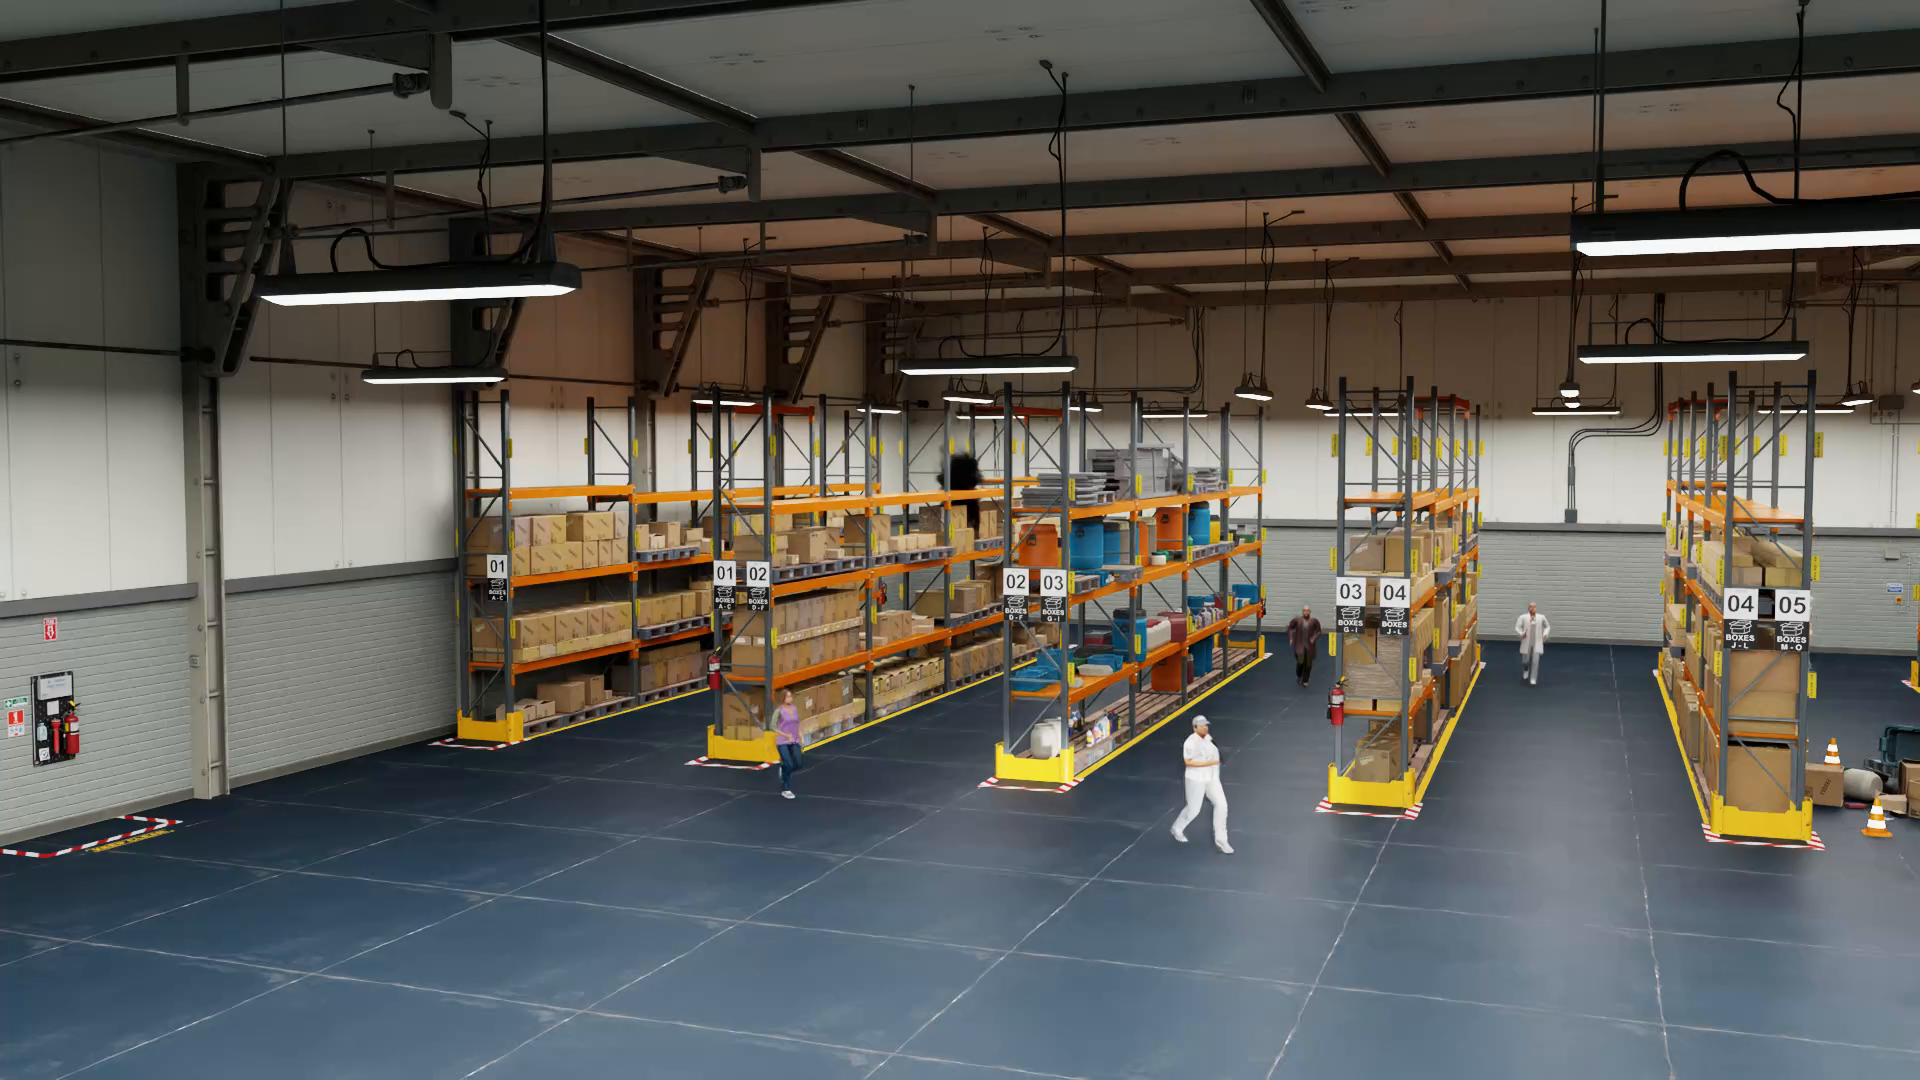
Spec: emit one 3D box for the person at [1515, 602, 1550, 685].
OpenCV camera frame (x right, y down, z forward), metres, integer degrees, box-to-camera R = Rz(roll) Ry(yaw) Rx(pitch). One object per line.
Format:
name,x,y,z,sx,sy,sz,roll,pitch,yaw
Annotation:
person,12.159,2.189,35.317,0.720,1.735,0.826,1,3,17

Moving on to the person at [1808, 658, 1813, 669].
person,18.509,2.082,36.952,0.830,1.841,0.651,1,3,25

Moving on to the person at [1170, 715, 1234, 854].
person,3.043,3.037,20.810,0.608,1.689,0.894,-2,4,-35

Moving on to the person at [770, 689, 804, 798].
person,-2.481,2.919,23.872,0.539,1.559,0.546,-3,4,-42

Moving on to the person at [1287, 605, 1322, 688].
person,7.174,2.223,34.594,0.687,1.735,0.745,0,3,7
